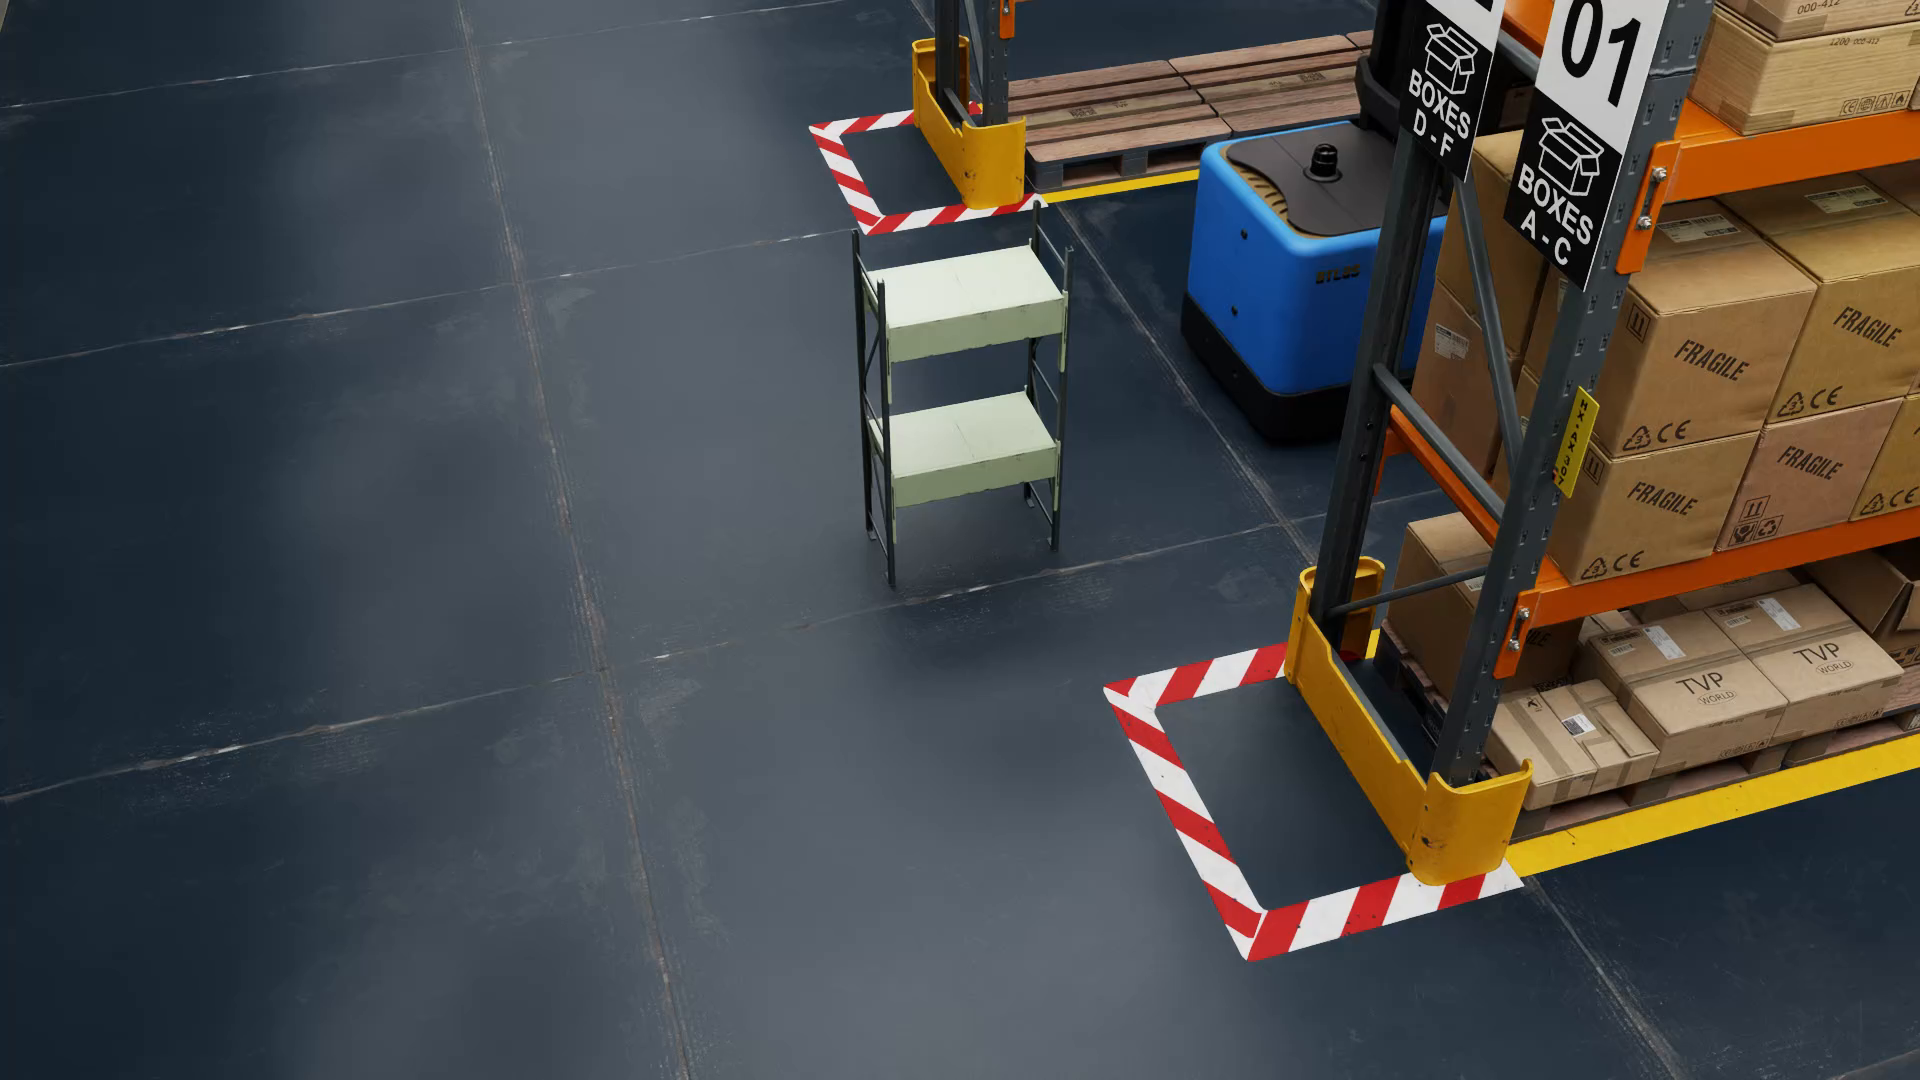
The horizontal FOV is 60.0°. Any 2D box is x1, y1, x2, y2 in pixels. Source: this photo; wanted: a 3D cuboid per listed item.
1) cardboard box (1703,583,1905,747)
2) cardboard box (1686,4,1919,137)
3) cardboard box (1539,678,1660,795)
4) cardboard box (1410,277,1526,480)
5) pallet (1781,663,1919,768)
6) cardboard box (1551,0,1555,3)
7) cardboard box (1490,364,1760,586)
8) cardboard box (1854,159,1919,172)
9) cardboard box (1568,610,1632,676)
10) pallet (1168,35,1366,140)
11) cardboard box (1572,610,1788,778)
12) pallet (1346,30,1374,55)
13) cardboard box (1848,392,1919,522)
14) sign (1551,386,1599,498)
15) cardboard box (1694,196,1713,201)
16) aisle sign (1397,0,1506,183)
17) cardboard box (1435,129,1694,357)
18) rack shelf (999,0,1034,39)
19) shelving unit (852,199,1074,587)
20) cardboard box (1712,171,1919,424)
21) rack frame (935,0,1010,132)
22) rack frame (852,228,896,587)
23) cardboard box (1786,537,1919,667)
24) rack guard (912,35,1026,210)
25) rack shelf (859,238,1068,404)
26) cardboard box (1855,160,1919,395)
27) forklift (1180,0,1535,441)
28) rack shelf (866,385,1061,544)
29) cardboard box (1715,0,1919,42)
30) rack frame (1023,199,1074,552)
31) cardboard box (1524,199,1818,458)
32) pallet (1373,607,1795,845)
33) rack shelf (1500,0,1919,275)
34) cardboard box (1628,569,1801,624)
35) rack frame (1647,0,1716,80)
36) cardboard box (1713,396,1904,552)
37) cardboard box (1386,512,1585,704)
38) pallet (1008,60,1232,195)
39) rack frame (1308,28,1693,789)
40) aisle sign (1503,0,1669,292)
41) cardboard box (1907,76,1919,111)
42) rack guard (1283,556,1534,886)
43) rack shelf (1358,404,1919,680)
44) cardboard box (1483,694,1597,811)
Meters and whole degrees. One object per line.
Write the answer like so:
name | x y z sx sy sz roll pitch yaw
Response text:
cardboard box | 3.101 0.458 6.202 0.500 0.250 0.500 -12 42 -13
cardboard box | 2.110 -1.300 4.293 0.500 0.250 0.500 -12 42 -13
cardboard box | 2.284 0.700 5.988 0.250 0.166 0.380 -12 42 -13
cardboard box | 1.889 -0.582 5.560 0.500 0.500 0.500 -10 42 -12
pallet | 3.537 0.353 6.685 1.213 0.211 1.003 -12 42 -13
cardboard box | 1.954 -1.625 4.665 0.500 0.250 0.500 -12 42 -13
cardboard box | 2.046 -0.245 5.175 0.500 0.500 0.500 -11 42 -12
cardboard box | 2.860 -1.166 5.468 0.500 0.500 0.500 -11 42 -12
cardboard box | 2.401 0.331 6.411 0.250 0.166 0.380 -12 42 -13
pallet | 2.019 -2.722 10.205 1.213 0.211 1.003 -12 42 -13
cardboard box | 2.624 0.556 6.089 0.500 0.250 0.500 -12 42 -13
pallet | 3.184 -2.965 10.483 1.213 0.211 1.003 -12 42 -13
cardboard box | 3.016 -0.448 5.407 0.500 0.500 0.500 -12 43 -13
sign | 1.706 -0.271 4.622 0.005 0.325 0.100 -12 42 -13
cardboard box | 2.367 -1.060 5.348 0.500 0.500 0.500 -11 42 -12
aisle sign | 1.386 -1.443 4.646 0.004 0.787 0.394 -12 42 -13
cardboard box | 1.885 -0.960 5.233 0.500 0.500 0.500 -12 43 -13
rack shelf | 1.966 -3.519 9.544 4.000 0.370 1.077 -12 42 -13
shelving unit | 0.006 -0.566 6.758 0.755 1.500 0.431 -12 42 -13
cardboard box | 2.542 -0.730 4.969 0.500 0.500 0.500 -11 42 -13
rack frame | 0.059 -3.394 8.855 0.127 3.000 1.000 -12 42 -13
rack frame | -0.343 -0.494 6.675 0.023 1.500 0.400 -12 42 -13
cardboard box | 3.568 0.073 6.449 0.637 0.503 0.797 -12 42 -13
rack guard | 0.040 -2.440 9.663 0.348 0.500 1.175 -12 42 -13
rack shelf | 0.006 -0.860 6.501 0.720 0.370 0.431 -12 42 -13
cardboard box | 3.021 -0.825 5.079 0.500 0.500 0.500 -11 42 -12
forklift | 2.679 -2.149 7.482 3.031 2.935 1.130 -13 43 -14
rack shelf | 0.006 -0.321 6.973 0.720 0.370 0.431 -12 42 -13
cardboard box | 2.111 -1.485 4.124 0.500 0.250 0.500 -12 42 -13
rack frame | 0.355 -0.638 6.841 0.023 1.500 0.400 -12 42 -13
cardboard box | 2.046 -0.622 4.846 0.500 0.500 0.500 -10 42 -12
pallet | 2.376 0.592 6.412 1.213 0.211 1.003 -12 42 -13
rack shelf | 3.451 -1.539 4.999 4.000 0.370 1.077 -12 42 -13
cardboard box | 2.903 0.154 6.550 0.500 0.250 0.500 -12 42 -13
rack frame | 1.543 -2.544 3.323 0.127 3.000 1.000 -12 42 -13
cardboard box | 2.536 -0.350 5.295 0.500 0.500 0.500 -12 43 -13
cardboard box | 1.988 0.229 6.274 0.500 0.500 0.500 -12 42 -13
pallet | 0.857 -2.483 9.931 1.213 0.211 1.003 -12 42 -13
rack frame | 1.543 -0.285 5.296 0.127 3.000 1.000 -12 42 -13
aisle sign | 1.566 -1.066 4.215 0.004 0.787 0.394 -12 42 -13
cardboard box | 2.590 -1.391 4.396 0.500 0.250 0.500 -12 42 -13
rack guard | 1.616 0.641 6.136 0.348 0.500 1.175 -12 42 -13
rack shelf | 3.451 -0.409 5.986 4.000 0.370 1.077 -12 42 -13
cardboard box | 2.046 0.756 5.938 0.250 0.149 0.380 -12 42 -13
